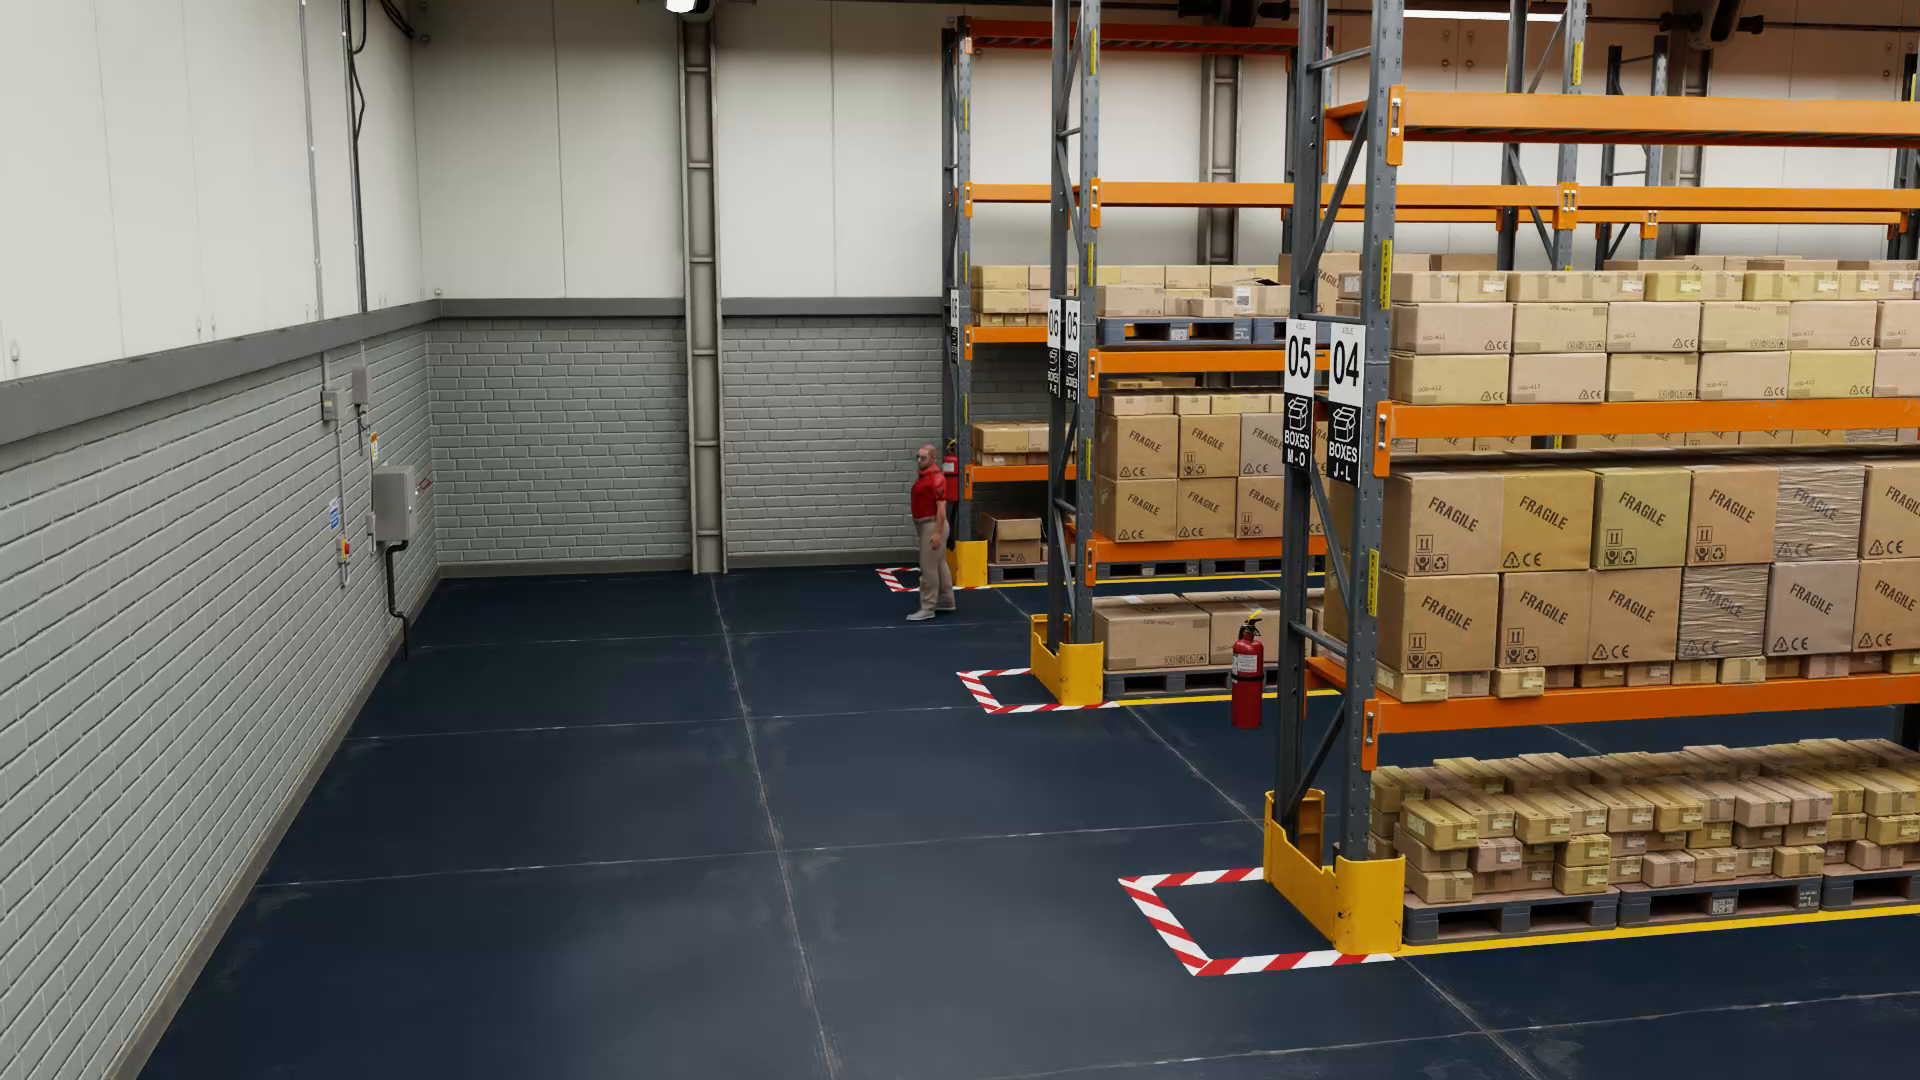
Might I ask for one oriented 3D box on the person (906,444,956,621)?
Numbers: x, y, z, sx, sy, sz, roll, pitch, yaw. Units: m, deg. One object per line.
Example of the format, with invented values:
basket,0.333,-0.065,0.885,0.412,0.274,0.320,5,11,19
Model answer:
person,-0.300,-0.095,16.477,0.565,1.728,0.568,-2,10,-13
